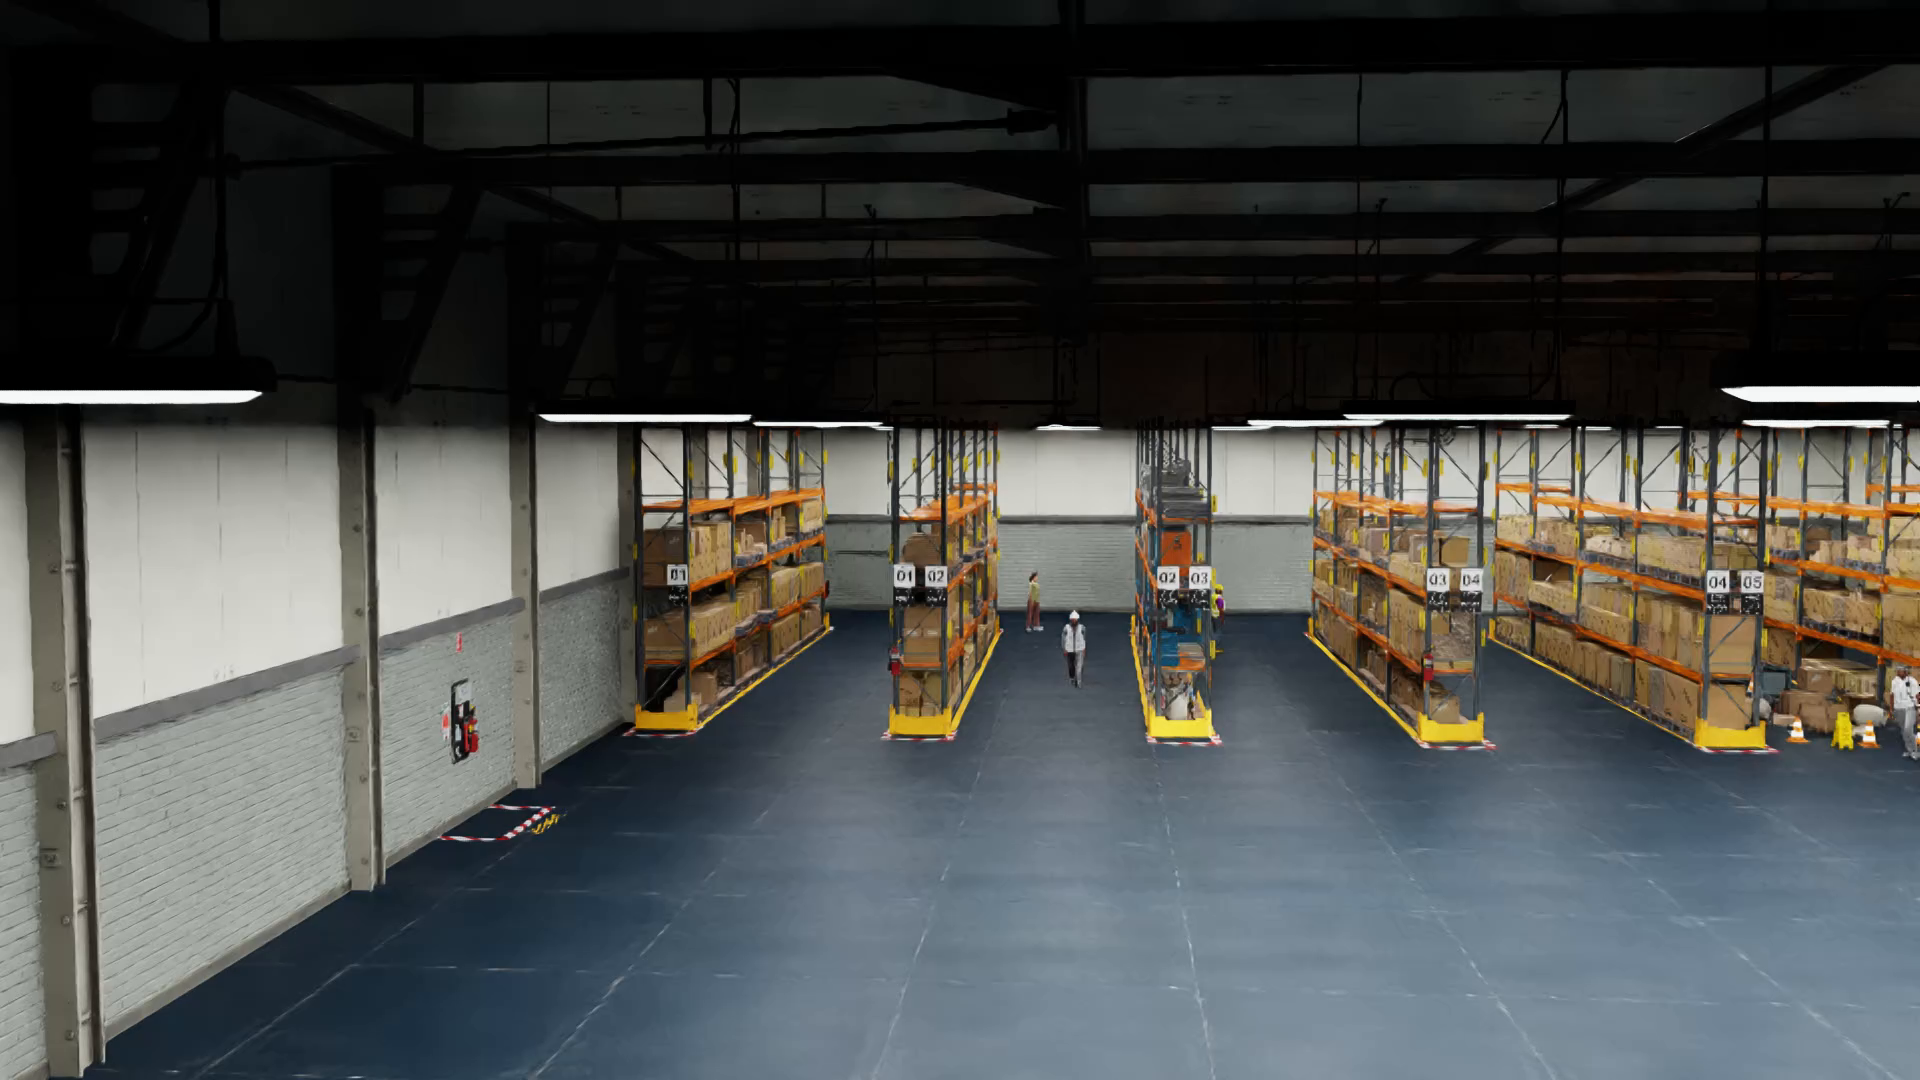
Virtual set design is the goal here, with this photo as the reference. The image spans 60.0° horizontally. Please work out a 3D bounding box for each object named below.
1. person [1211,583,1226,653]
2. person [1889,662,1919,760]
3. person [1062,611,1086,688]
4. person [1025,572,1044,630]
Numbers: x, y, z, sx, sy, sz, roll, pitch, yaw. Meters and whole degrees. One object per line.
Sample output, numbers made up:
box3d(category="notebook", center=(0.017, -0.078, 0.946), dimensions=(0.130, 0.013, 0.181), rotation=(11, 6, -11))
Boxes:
box3d(category="person", center=(6.705, 2.007, 43.124), dimensions=(0.375, 1.775, 0.644), rotation=(-1, 4, -9))
box3d(category="person", center=(16.608, 2.975, 29.148), dimensions=(0.475, 1.669, 0.569), rotation=(-2, 4, -30))
box3d(category="person", center=(2.548, 2.424, 37.242), dimensions=(0.543, 1.684, 1.092), rotation=(0, 4, 7))
box3d(category="person", center=(2.118, 1.757, 47.782), dimensions=(0.432, 1.675, 0.543), rotation=(2, 4, 28))
